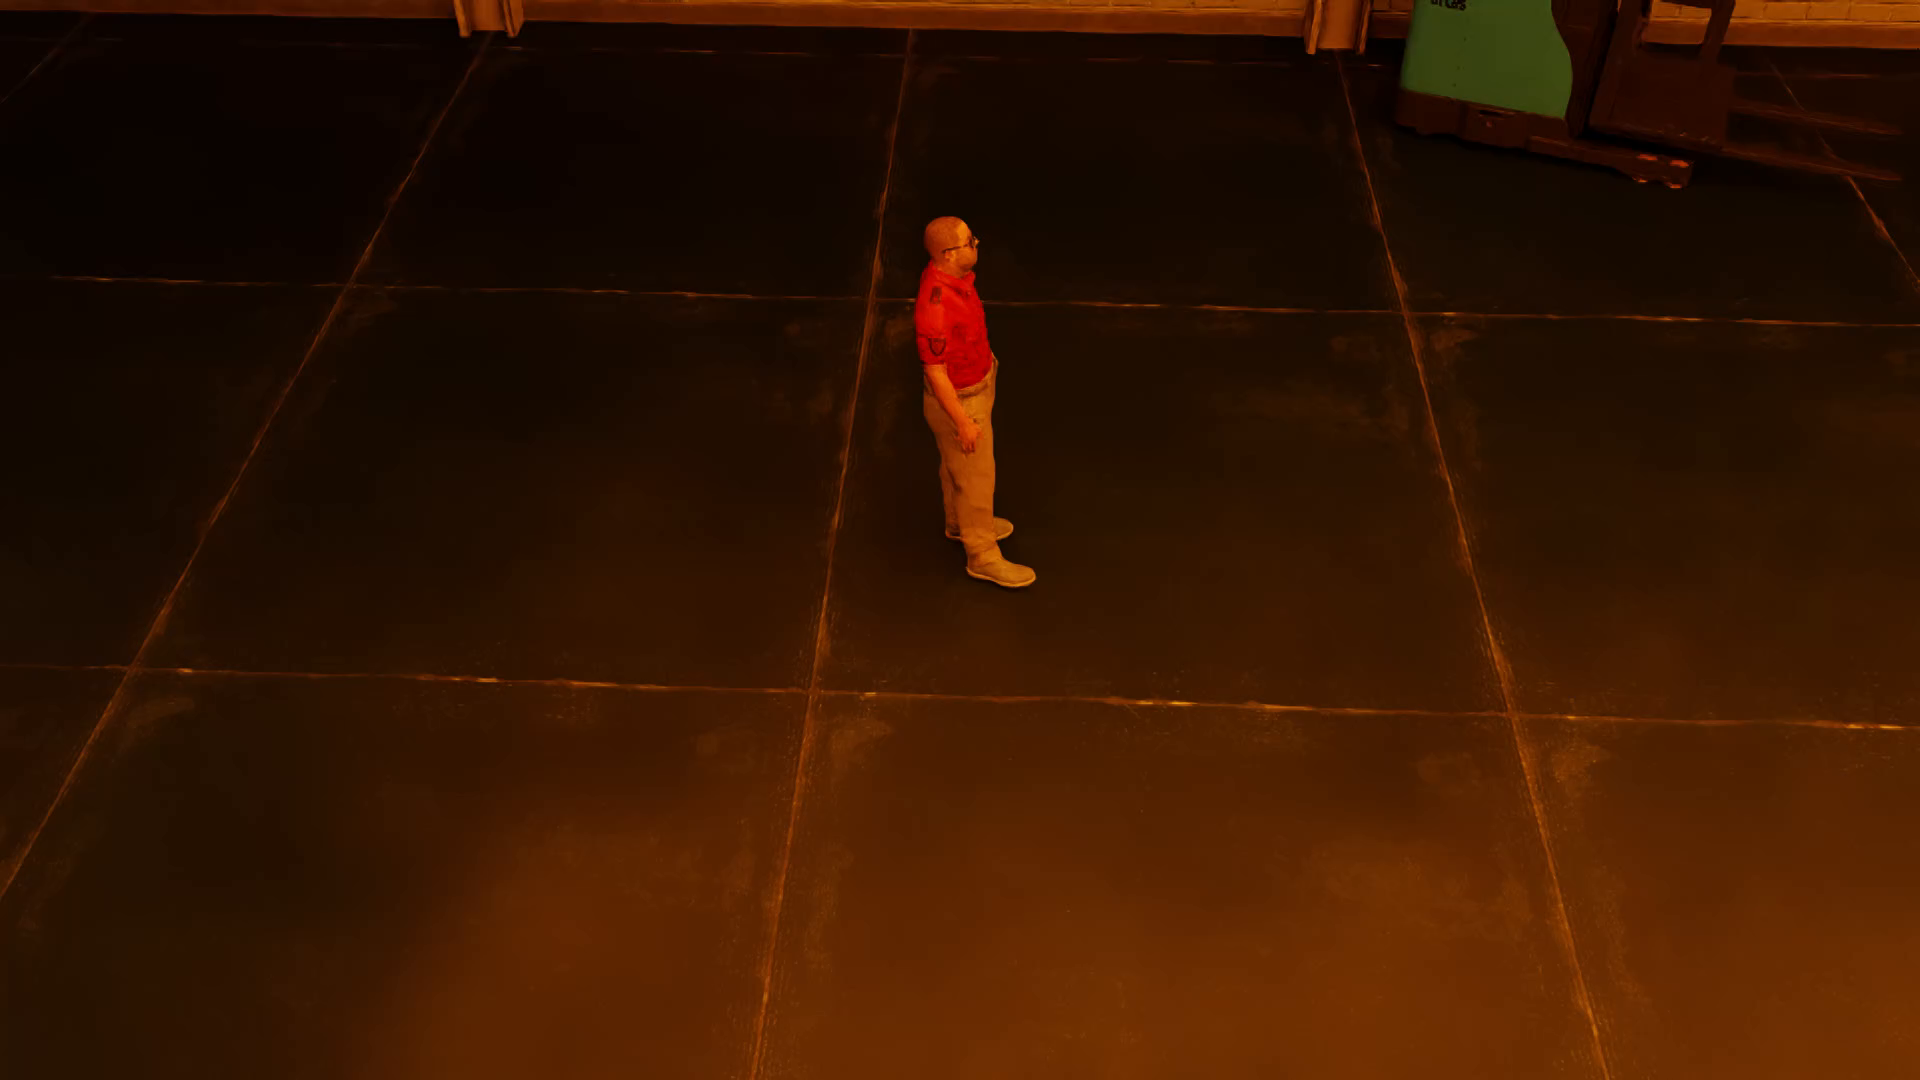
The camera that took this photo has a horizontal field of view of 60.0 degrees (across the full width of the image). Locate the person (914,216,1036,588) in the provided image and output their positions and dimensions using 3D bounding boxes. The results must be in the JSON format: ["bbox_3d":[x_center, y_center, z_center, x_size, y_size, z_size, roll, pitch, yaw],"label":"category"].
[{"bbox_3d":[0.089,-0.633,7.317,0.550,1.726,0.640,2,42,2],"label":"person"}]

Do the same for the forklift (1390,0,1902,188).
[{"bbox_3d":[4.363,-3.669,9.761,3.031,2.935,1.130,16,45,16],"label":"forklift"}]
